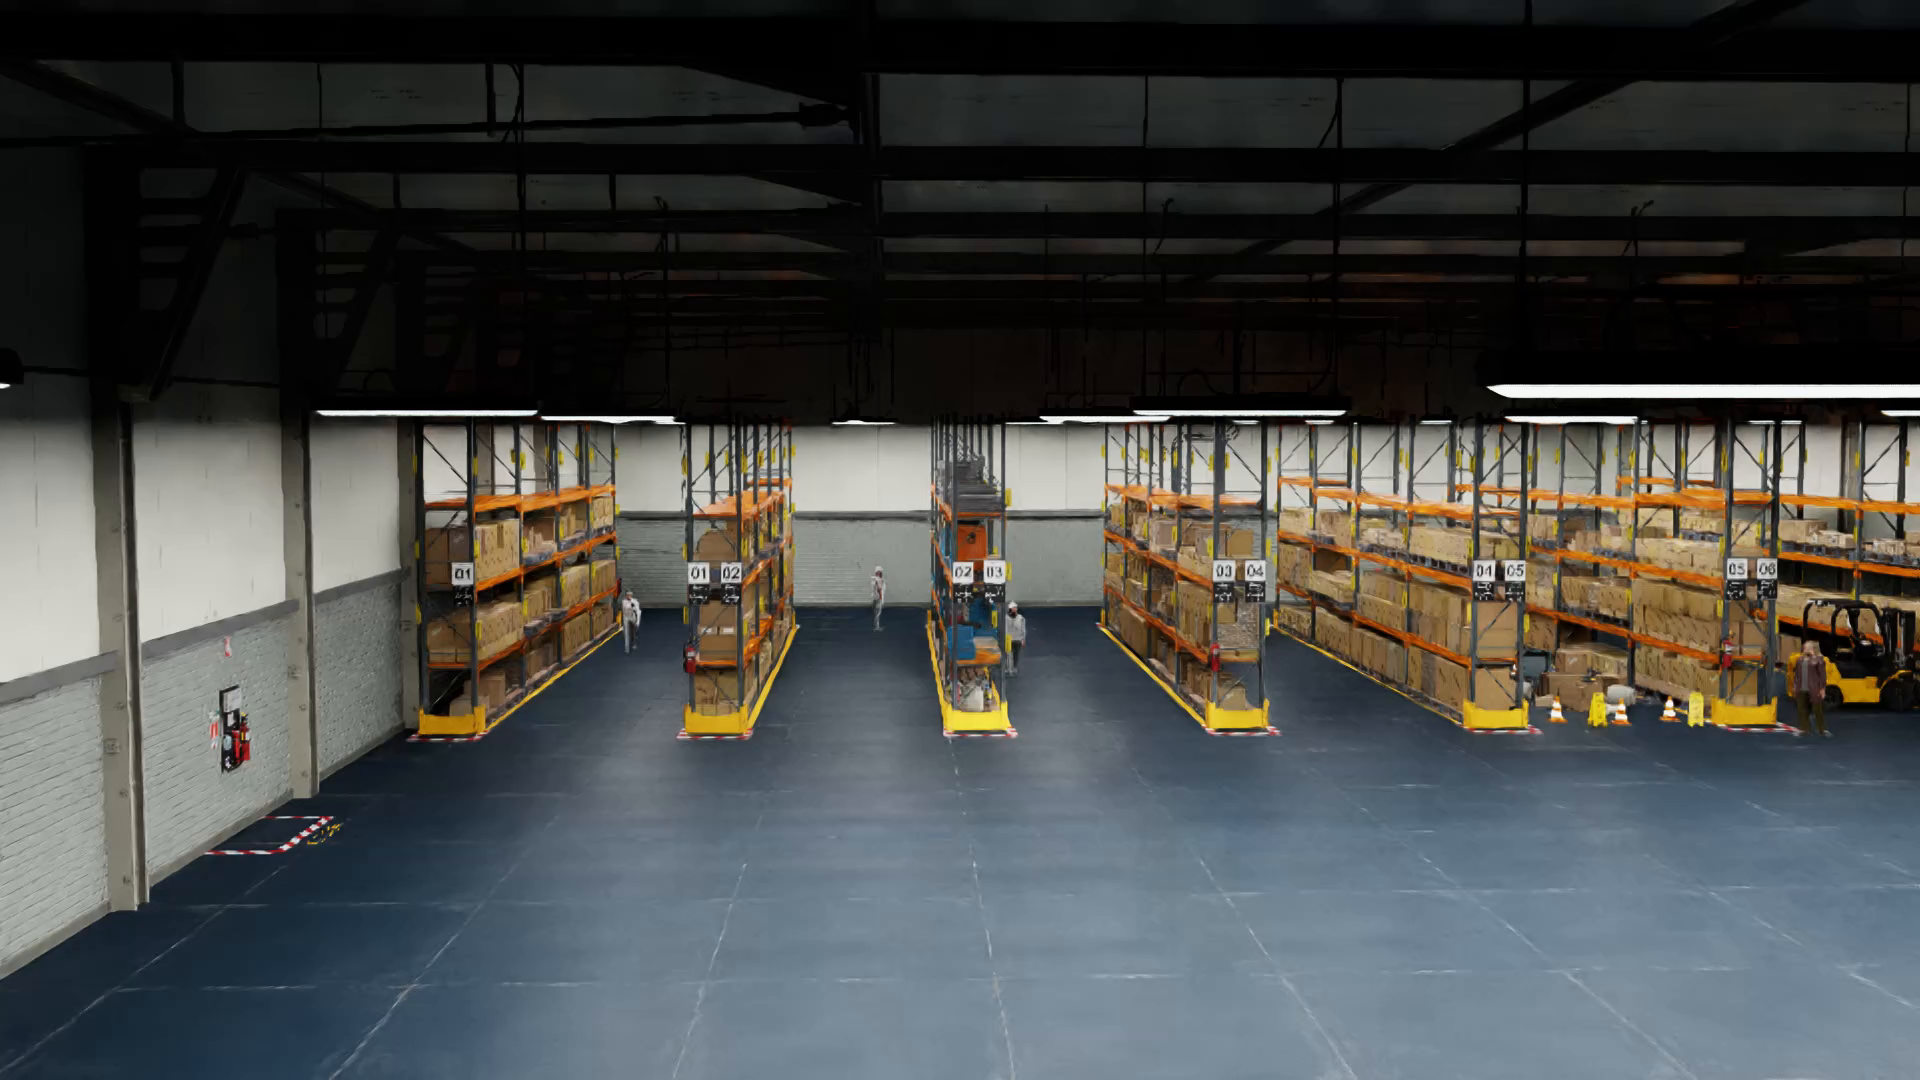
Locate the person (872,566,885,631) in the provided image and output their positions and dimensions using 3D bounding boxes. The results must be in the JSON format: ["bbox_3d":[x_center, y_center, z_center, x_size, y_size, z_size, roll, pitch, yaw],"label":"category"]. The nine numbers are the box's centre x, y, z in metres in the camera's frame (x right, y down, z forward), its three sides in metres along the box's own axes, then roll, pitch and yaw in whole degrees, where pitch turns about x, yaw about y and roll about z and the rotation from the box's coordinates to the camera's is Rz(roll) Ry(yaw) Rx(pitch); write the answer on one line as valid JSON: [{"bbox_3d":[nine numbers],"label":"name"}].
[{"bbox_3d":[-2.282,1.631,46.787,0.382,1.791,0.633,-1,4,-14],"label":"person"}]

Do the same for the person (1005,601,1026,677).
[{"bbox_3d":[1.245,2.263,38.212,0.555,1.725,1.029,0,4,-4],"label":"person"}]

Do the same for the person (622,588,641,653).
[{"bbox_3d":[-8.362,2.026,42.279,0.500,1.625,0.980,0,4,-4],"label":"person"}]

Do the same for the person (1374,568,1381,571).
[{"bbox_3d":[11.632,1.660,46.420,0.581,1.785,0.664,1,4,20],"label":"person"}]

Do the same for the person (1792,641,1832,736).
[{"bbox_3d":[15.770,2.748,30.789,0.596,1.768,0.692,-2,5,-32],"label":"person"}]
